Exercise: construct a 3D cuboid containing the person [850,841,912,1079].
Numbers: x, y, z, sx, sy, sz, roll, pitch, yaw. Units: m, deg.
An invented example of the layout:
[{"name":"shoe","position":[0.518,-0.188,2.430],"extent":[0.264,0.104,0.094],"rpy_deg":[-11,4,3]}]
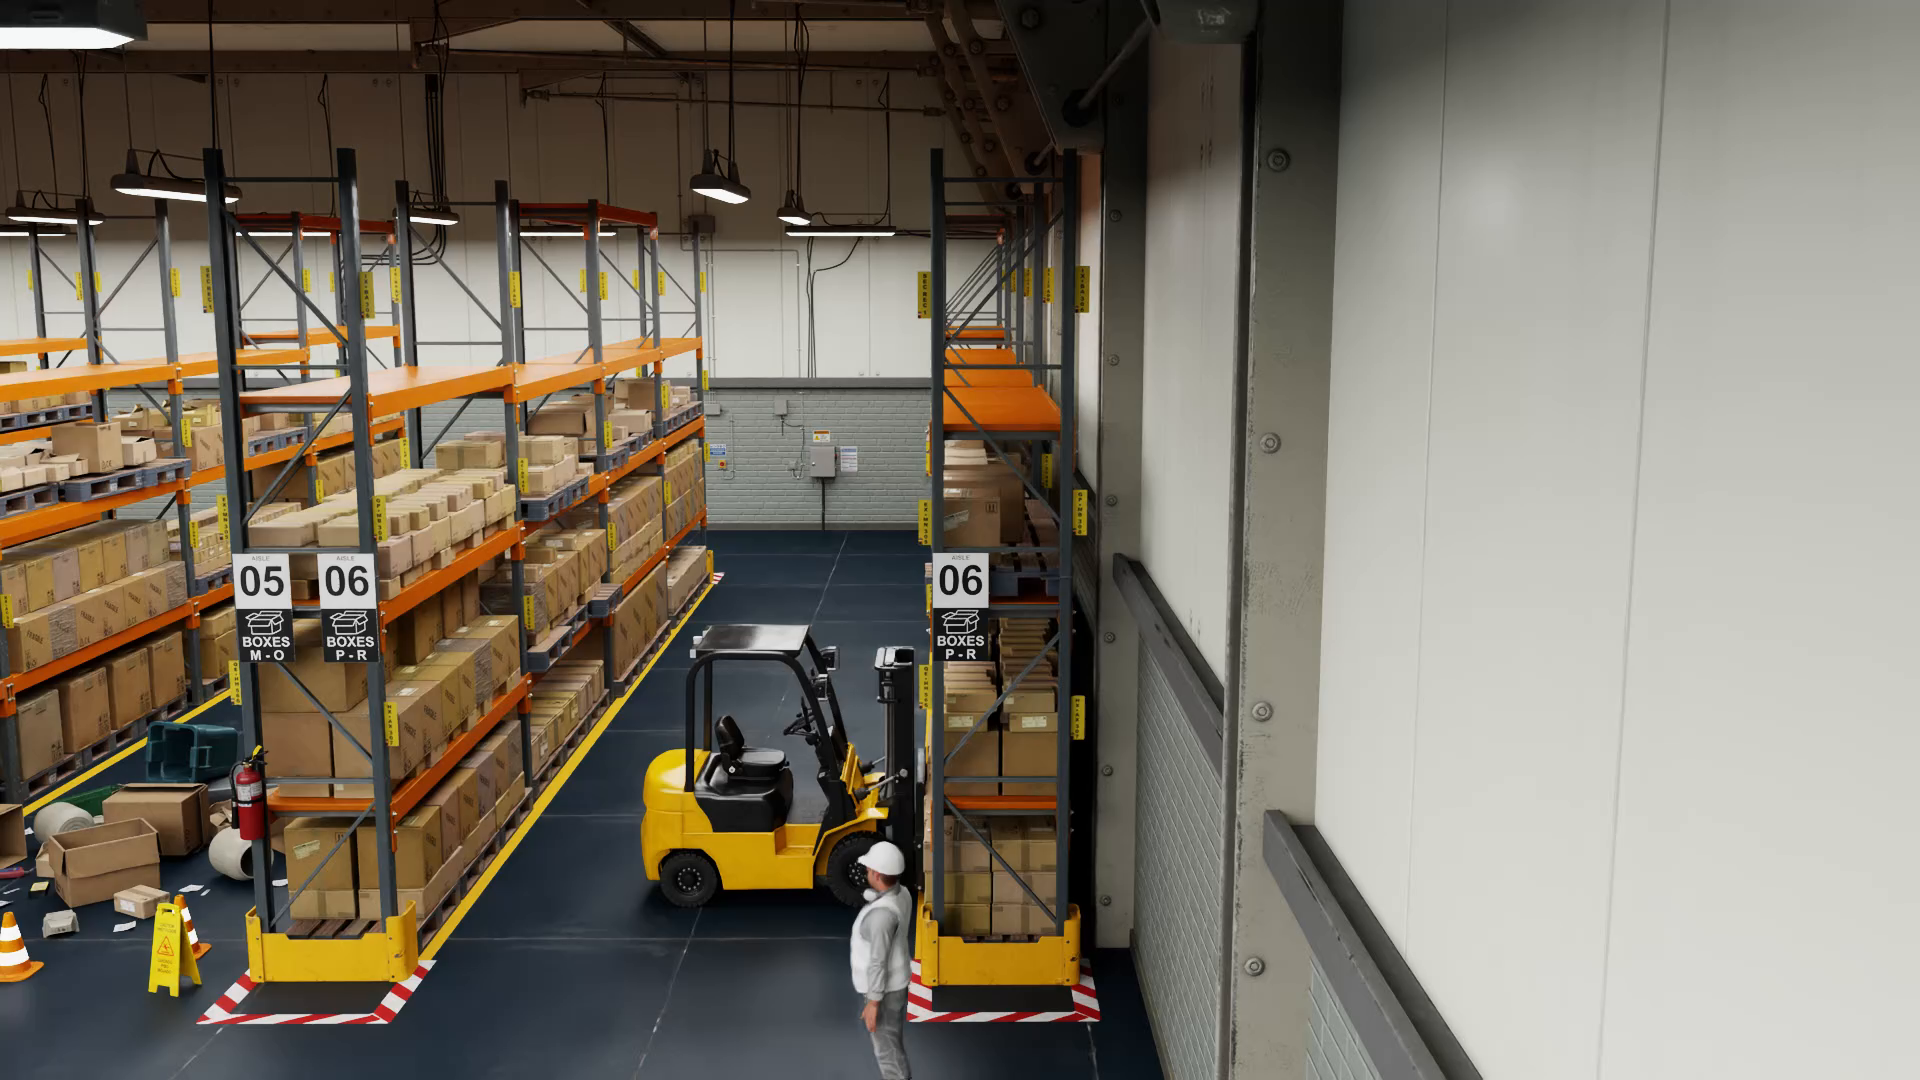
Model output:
[{"name":"person","position":[-0.460,2.712,10.068],"extent":[0.398,1.811,0.630],"rpy_deg":[1,9,4]}]
